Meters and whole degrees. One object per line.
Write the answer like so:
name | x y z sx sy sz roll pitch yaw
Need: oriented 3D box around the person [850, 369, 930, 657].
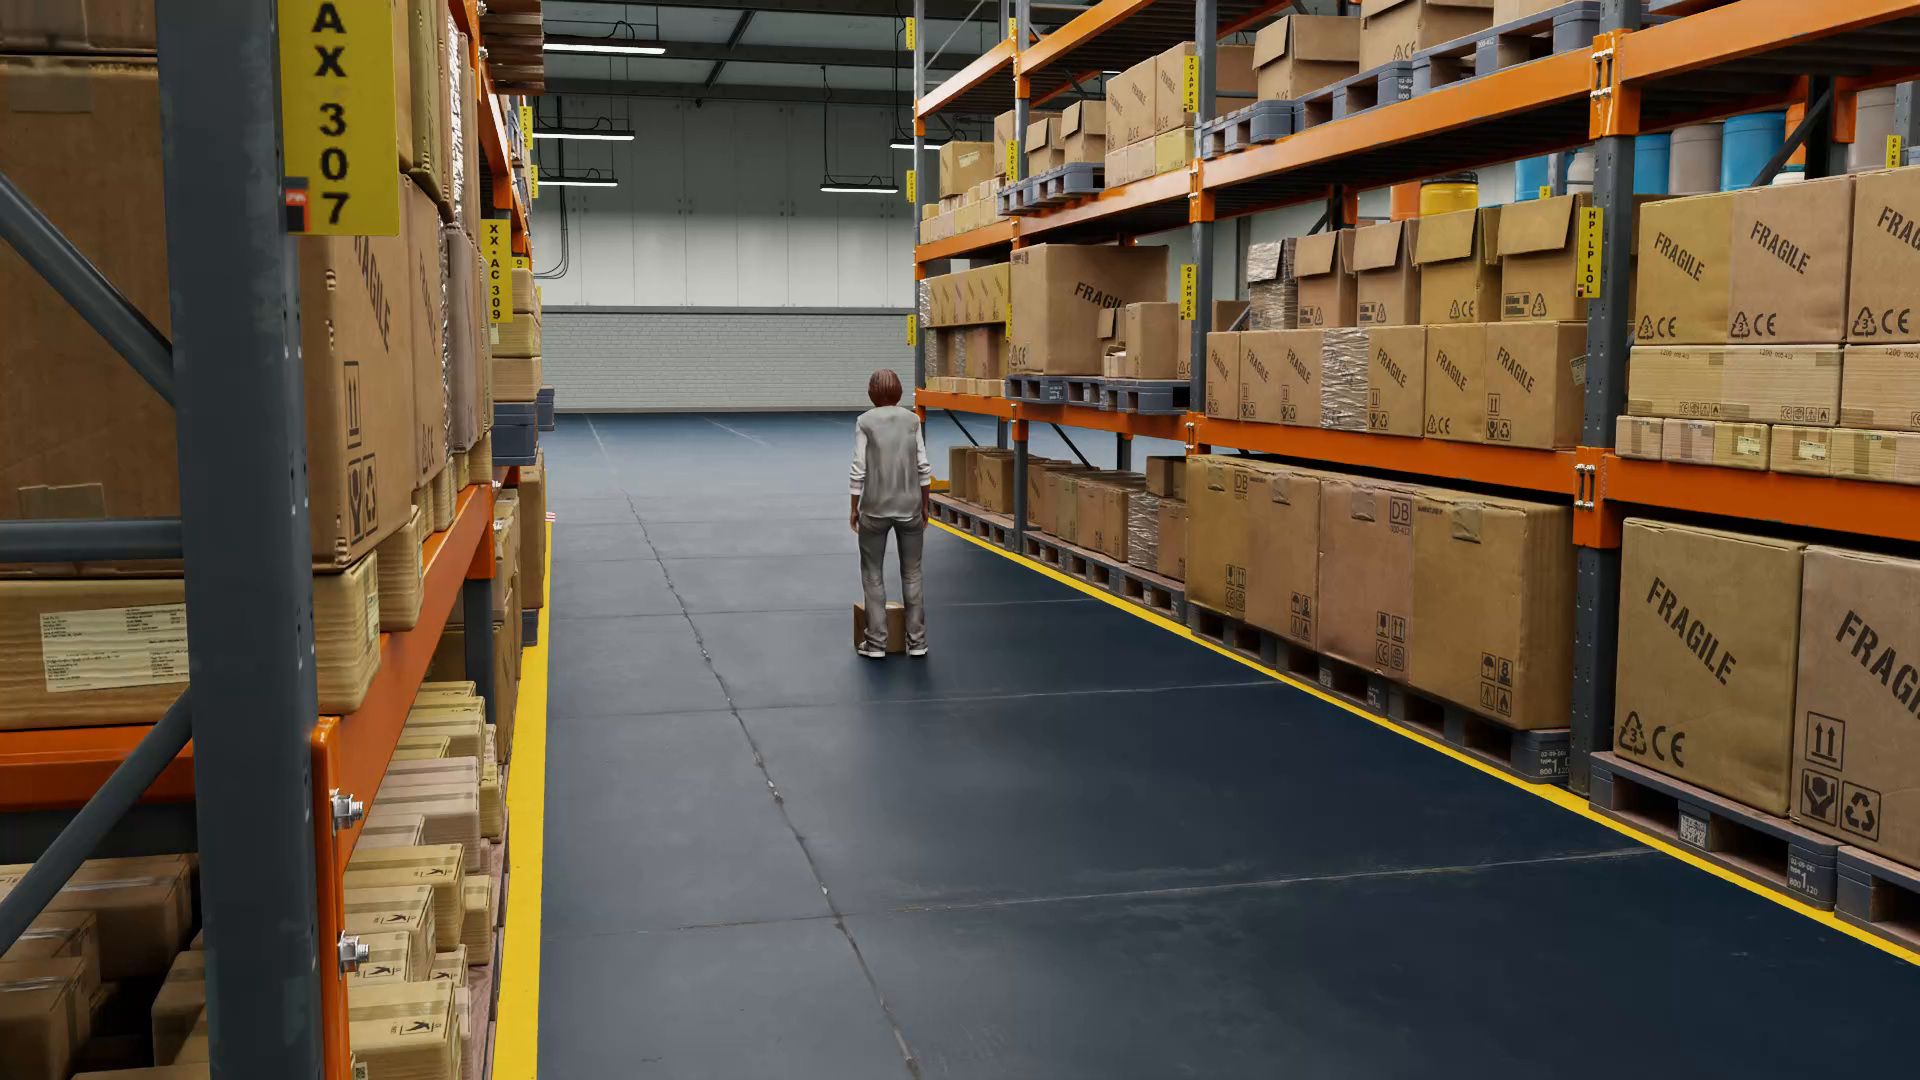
person | -0.381 -0.144 9.179 0.451 1.591 0.344 -2 7 -15
